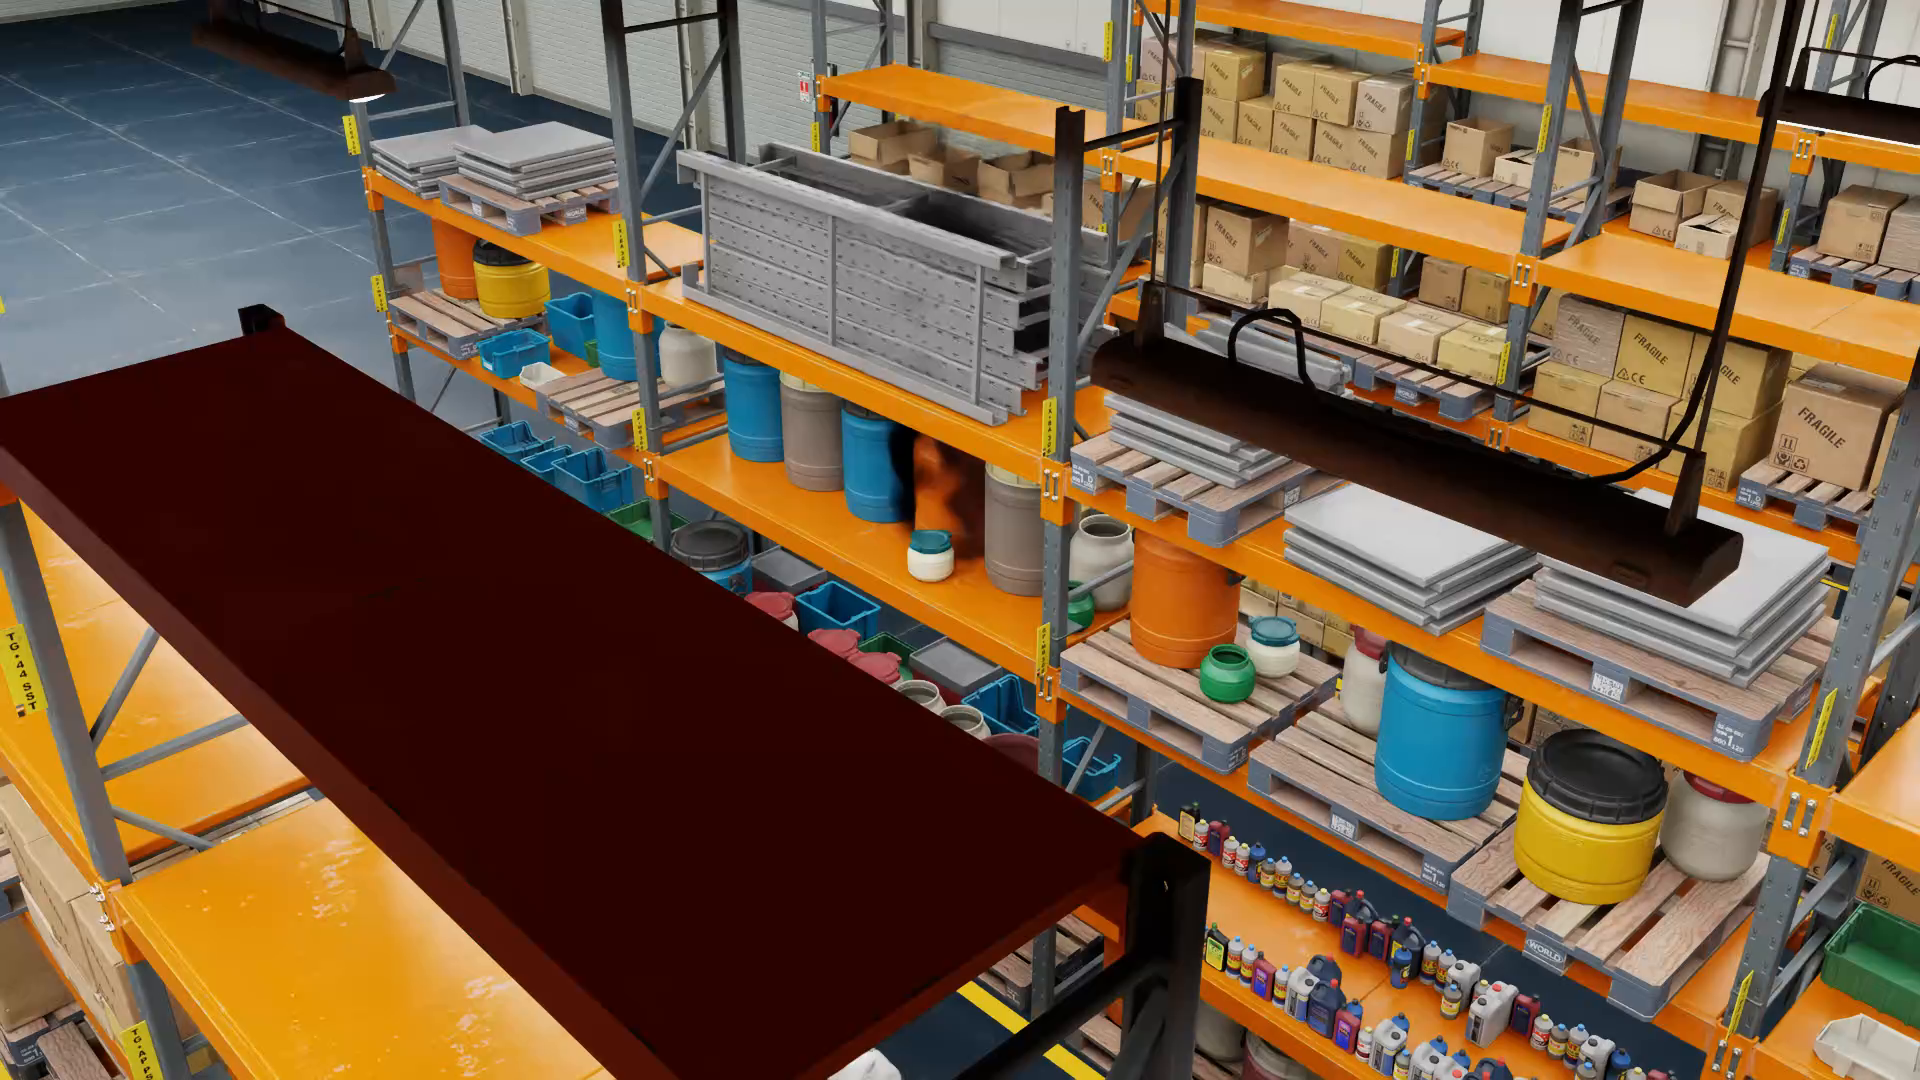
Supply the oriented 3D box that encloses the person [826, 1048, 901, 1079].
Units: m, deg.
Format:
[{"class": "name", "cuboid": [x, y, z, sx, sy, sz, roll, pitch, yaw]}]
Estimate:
[{"class": "person", "cuboid": [-0.697, 3.142, 8.566, 0.694, 1.807, 0.680, 17, 33, 29]}]
